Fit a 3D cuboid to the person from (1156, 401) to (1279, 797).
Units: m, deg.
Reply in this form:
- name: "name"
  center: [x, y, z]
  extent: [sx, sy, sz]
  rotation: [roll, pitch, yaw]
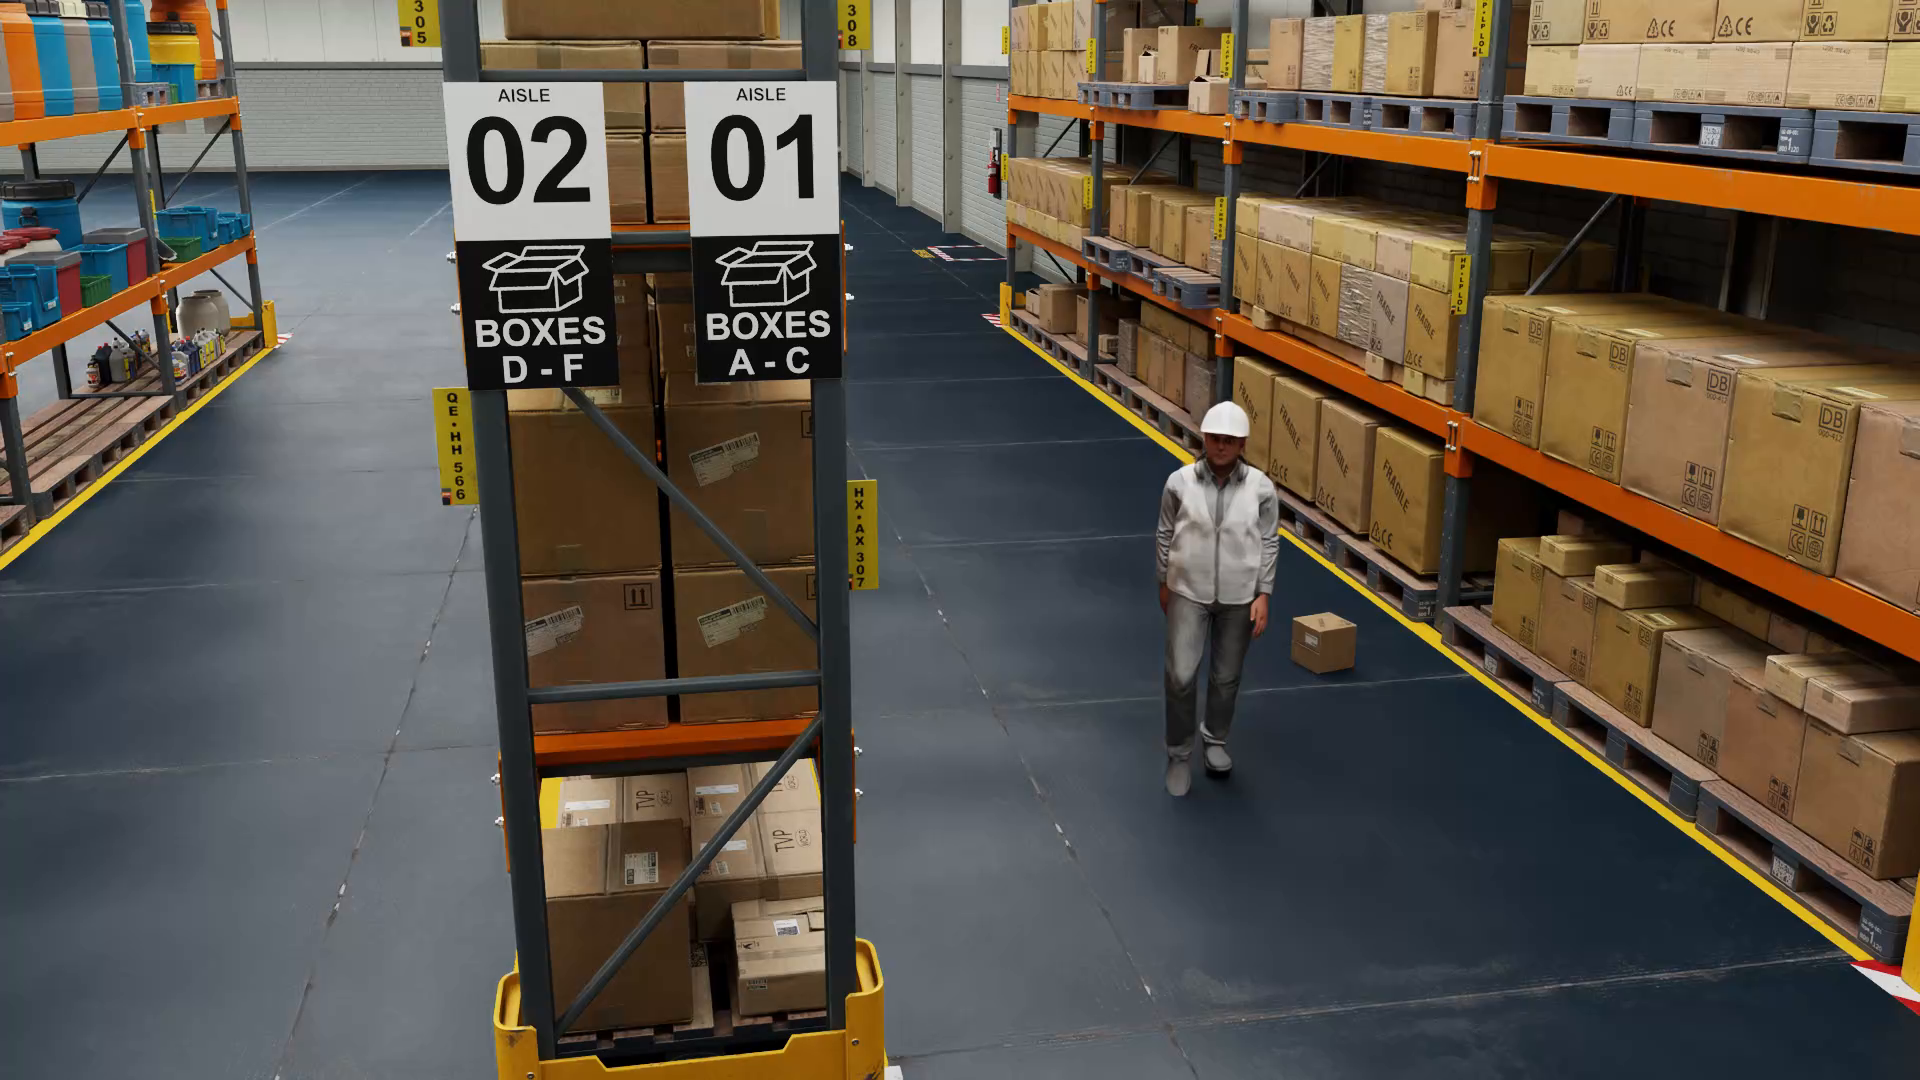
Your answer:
- name: "person"
  center: [1.162, 0.275, 7.572]
  extent: [0.549, 1.831, 0.537]
  rotation: [2, 16, 5]
